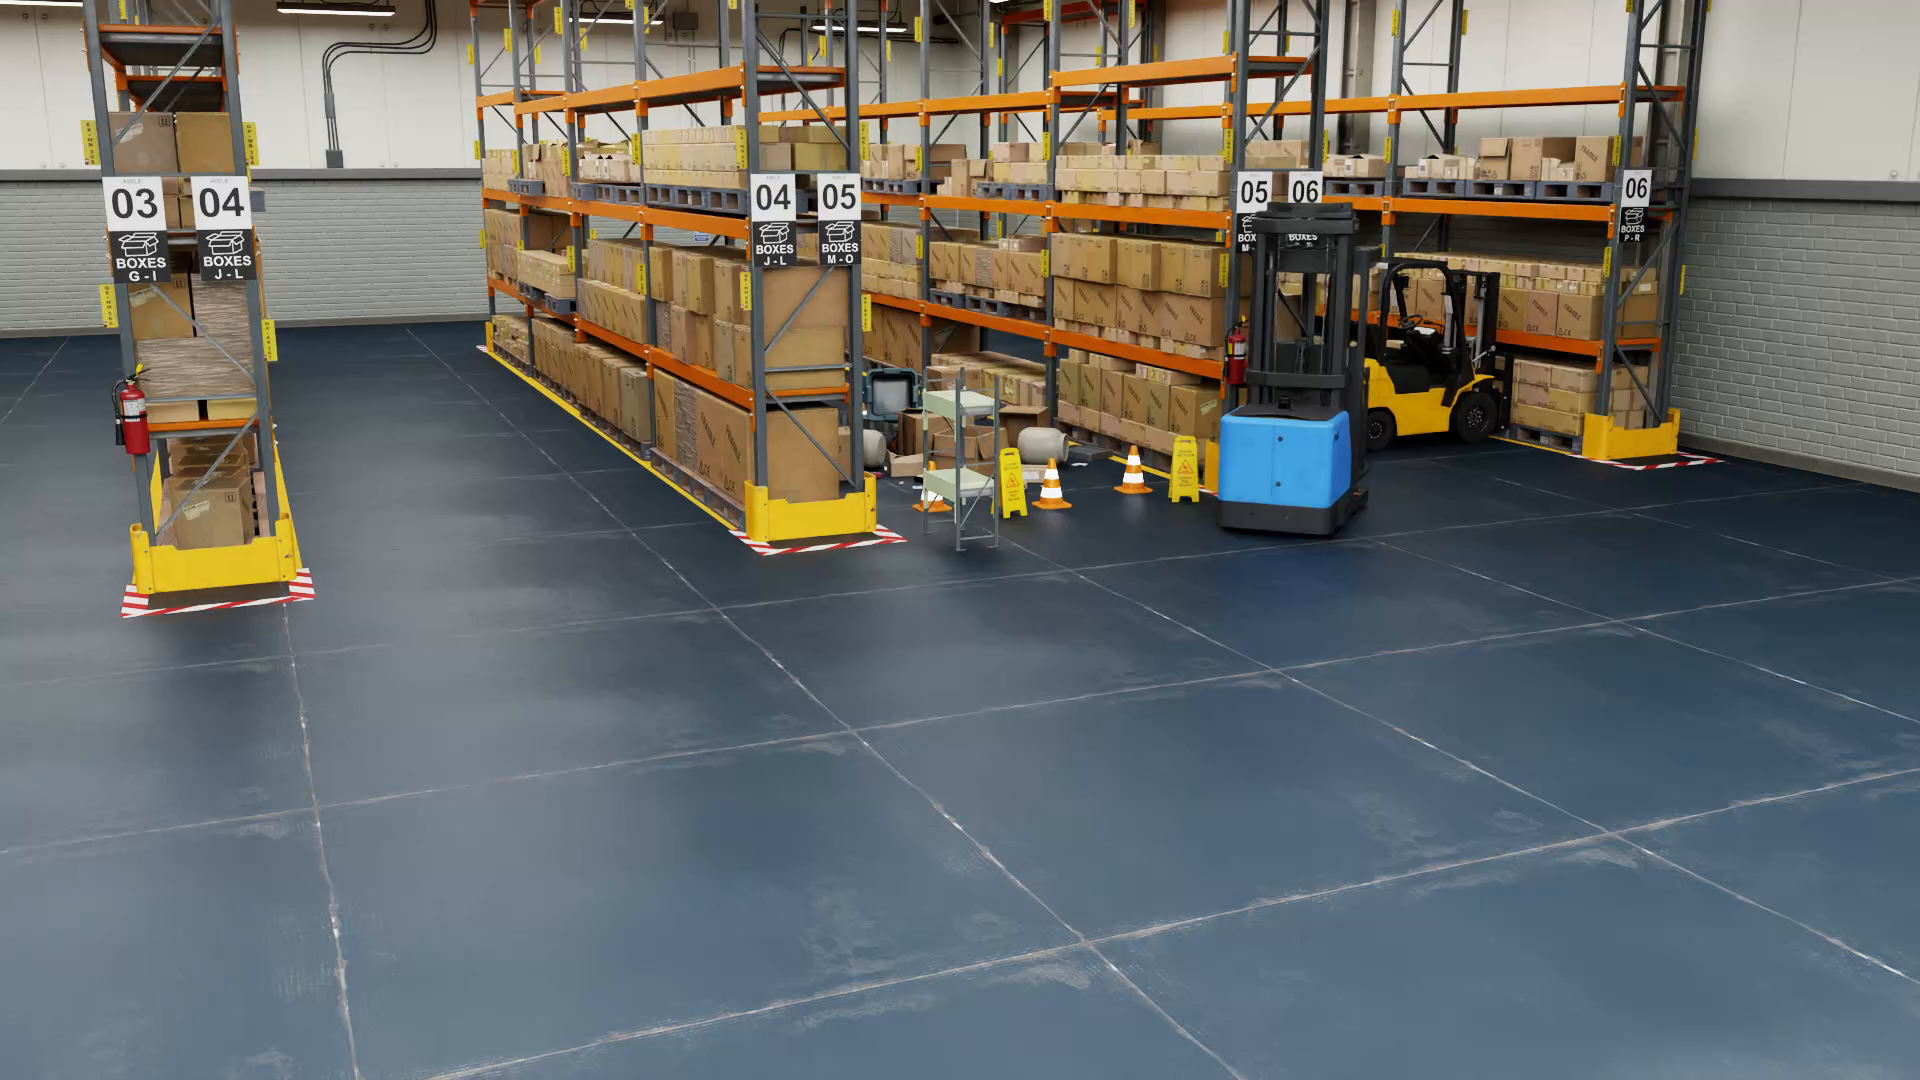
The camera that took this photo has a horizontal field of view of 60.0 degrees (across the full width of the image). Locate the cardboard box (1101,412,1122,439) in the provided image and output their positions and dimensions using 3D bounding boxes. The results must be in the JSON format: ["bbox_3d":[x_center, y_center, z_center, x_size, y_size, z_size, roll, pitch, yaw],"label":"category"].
[{"bbox_3d":[1.961,-1.326,19.114,0.500,0.250,0.500,-6,14,-24],"label":"cardboard box"}]

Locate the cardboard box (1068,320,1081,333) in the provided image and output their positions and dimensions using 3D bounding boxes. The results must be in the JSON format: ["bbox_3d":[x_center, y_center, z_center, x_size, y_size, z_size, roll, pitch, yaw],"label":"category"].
[{"bbox_3d":[1.514,-2.562,19.845,0.380,0.149,0.250,-5,14,-21],"label":"cardboard box"}]

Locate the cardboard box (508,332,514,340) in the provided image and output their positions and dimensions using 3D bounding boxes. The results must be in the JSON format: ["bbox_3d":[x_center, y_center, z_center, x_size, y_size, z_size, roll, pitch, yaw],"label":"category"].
[{"bbox_3d":[-7.360,-3.453,27.869,0.380,0.149,0.250,-6,14,-26],"label":"cardboard box"}]

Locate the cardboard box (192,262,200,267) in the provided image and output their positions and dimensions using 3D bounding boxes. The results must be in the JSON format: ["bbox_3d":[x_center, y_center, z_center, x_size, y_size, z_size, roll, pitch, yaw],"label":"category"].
[{"bbox_3d":[-6.311,-2.131,14.325,0.500,0.500,0.500,-6,14,-23],"label":"cardboard box"}]

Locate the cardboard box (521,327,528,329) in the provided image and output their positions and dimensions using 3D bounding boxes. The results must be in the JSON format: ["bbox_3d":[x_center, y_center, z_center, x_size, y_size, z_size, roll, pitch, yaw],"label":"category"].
[{"bbox_3d":[-6.825,-3.327,26.665,0.380,0.149,0.250,-5,14,-21],"label":"cardboard box"}]

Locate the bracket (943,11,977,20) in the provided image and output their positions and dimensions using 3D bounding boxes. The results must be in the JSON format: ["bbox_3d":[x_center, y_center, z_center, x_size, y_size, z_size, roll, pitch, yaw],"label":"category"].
[{"bbox_3d":[-0.592,-11.700,37.483,0.076,0.066,5.218,-6,14,-23],"label":"bracket"}]

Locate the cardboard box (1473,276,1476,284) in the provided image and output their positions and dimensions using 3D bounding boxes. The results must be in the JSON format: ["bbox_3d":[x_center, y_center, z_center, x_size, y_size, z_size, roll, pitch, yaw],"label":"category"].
[{"bbox_3d":[6.568,-3.229,20.509,0.380,0.149,0.250,-6,14,-24],"label":"cardboard box"}]

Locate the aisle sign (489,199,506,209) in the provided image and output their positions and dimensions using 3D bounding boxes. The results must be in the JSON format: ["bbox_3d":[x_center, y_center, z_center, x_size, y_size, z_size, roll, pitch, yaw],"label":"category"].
[{"bbox_3d":[-8.073,-6.092,28.773,0.394,0.787,0.004,-6,14,-23],"label":"aisle sign"}]

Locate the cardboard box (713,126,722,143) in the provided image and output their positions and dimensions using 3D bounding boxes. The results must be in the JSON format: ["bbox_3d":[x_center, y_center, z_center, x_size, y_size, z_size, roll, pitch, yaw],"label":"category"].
[{"bbox_3d":[-2.007,-3.656,14.997,0.380,0.149,0.250,-5,14,-22],"label":"cardboard box"}]

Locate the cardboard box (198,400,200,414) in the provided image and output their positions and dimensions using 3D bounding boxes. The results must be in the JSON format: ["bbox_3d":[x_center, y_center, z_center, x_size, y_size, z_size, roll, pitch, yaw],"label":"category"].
[{"bbox_3d":[-6.347,-1.074,13.415,0.380,0.149,0.250,-6,14,-23],"label":"cardboard box"}]

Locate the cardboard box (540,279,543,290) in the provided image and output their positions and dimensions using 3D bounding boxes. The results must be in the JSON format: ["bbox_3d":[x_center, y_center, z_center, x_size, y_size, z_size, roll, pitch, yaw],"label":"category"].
[{"bbox_3d":[-5.692,-3.593,23.366,0.380,0.149,0.250,-5,14,-21],"label":"cardboard box"}]

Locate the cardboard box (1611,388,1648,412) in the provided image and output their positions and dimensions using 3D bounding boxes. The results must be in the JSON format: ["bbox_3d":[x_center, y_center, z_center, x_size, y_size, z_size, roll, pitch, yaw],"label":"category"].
[{"bbox_3d":[7.684,-1.673,19.505,0.500,0.250,0.500,-5,14,-22],"label":"cardboard box"}]

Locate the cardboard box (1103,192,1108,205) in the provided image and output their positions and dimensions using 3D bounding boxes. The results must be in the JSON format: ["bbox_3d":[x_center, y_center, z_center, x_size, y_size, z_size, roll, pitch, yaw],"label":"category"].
[{"bbox_3d":[1.848,-3.867,18.829,0.380,0.149,0.250,-6,14,-25],"label":"cardboard box"}]

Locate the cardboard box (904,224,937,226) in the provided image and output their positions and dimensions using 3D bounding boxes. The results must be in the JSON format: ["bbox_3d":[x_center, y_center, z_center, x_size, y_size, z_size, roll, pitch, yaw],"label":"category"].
[{"bbox_3d":[-0.642,-4.627,25.769,0.500,0.500,0.500,-5,14,-22],"label":"cardboard box"}]

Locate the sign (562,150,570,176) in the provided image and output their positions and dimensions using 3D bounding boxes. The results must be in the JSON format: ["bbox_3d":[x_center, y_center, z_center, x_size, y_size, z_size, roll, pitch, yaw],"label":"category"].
[{"bbox_3d":[-5.062,-4.849,21.370,0.100,0.325,0.005,-6,14,-23],"label":"sign"}]

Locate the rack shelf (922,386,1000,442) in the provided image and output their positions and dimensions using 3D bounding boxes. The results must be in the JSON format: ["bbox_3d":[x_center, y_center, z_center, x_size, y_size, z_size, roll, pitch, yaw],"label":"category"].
[{"bbox_3d":[0.003,-1.110,14.607,0.431,0.370,0.720,-6,14,-23],"label":"rack shelf"}]

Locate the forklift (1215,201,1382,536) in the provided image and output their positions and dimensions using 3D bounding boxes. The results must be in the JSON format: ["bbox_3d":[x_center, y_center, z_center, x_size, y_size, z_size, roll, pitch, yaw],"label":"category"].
[{"bbox_3d":[3.374,-1.757,15.959,1.130,2.935,3.031,6,14,23],"label":"forklift"}]

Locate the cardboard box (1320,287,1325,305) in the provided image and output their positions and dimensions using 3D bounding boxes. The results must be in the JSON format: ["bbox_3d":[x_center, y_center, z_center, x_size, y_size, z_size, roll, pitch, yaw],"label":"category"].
[{"bbox_3d":[5.261,-3.491,23.635,0.500,0.250,0.500,-6,14,-23],"label":"cardboard box"}]

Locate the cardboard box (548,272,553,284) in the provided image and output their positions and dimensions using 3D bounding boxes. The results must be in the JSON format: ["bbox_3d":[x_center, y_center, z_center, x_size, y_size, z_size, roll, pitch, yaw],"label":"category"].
[{"bbox_3d":[-5.395,-3.582,22.659,0.380,0.149,0.250,-5,14,-22],"label":"cardboard box"}]

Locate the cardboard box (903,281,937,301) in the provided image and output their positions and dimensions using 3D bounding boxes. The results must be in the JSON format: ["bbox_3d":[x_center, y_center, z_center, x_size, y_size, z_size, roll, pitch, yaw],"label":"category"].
[{"bbox_3d":[-0.509,-3.660,24.366,0.500,0.250,0.500,-6,14,-25],"label":"cardboard box"}]

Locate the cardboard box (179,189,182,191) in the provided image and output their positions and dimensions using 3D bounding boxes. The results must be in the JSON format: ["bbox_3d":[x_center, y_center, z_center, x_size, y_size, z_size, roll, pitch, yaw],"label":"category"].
[{"bbox_3d":[-7.195,-2.991,14.820,0.500,0.250,0.500,-6,14,-25],"label":"cardboard box"}]

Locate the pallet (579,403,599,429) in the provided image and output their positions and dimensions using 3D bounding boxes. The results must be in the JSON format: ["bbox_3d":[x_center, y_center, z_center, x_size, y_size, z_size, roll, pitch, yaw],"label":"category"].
[{"bbox_3d":[-4.317,-1.656,21.558,1.003,0.211,1.213,-6,14,-23],"label":"pallet"}]

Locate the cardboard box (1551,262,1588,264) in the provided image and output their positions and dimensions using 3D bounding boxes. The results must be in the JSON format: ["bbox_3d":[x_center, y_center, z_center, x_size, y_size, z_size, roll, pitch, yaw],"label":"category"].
[{"bbox_3d":[7.337,-3.262,19.992,0.380,0.149,0.250,-5,14,-21],"label":"cardboard box"}]

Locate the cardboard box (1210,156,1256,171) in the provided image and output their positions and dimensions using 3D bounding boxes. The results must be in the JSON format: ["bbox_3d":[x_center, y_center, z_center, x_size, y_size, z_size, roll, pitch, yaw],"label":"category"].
[{"bbox_3d":[2.730,-3.770,16.644,0.380,0.149,0.250,-5,14,-22],"label":"cardboard box"}]

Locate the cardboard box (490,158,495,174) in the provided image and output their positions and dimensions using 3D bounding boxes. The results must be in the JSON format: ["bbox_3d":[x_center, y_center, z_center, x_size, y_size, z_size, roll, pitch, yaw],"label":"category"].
[{"bbox_3d":[-7.429,-6.142,27.326,0.500,0.250,0.500,-5,14,-22],"label":"cardboard box"}]

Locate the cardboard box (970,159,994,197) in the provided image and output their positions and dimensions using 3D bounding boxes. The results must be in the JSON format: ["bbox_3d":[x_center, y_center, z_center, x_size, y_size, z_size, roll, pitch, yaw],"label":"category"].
[{"bbox_3d":[0.568,-4.852,22.298,0.797,0.503,0.637,-6,14,-23],"label":"cardboard box"}]

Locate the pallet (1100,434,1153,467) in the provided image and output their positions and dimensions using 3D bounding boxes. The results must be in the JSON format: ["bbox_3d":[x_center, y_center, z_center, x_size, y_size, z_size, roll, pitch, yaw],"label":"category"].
[{"bbox_3d":[2.327,-1.080,19.066,1.003,0.211,1.213,-6,14,-23],"label":"pallet"}]

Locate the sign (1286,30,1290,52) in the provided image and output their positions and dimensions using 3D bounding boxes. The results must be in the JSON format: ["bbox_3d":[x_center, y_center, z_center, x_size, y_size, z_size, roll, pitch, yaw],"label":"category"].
[{"bbox_3d":[4.985,-7.607,25.359,0.100,0.325,0.005,-6,14,-23],"label":"sign"}]

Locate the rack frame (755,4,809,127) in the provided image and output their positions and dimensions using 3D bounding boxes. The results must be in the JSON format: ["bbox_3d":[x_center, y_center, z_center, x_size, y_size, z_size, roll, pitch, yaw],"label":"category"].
[{"bbox_3d":[-3.274,-8.228,30.464,1.000,3.000,0.127,-6,14,-23],"label":"rack frame"}]

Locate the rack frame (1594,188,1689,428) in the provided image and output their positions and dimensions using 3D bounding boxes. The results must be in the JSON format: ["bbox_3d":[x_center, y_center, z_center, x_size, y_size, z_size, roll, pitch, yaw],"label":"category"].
[{"bbox_3d":[7.682,-2.449,18.798,1.000,3.000,0.127,-6,14,-23],"label":"rack frame"}]

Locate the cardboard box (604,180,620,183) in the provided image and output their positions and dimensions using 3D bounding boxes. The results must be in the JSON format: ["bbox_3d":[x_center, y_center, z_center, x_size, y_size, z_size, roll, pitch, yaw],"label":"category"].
[{"bbox_3d":[-4.549,-4.837,22.241,0.500,0.500,0.500,-6,14,-23],"label":"cardboard box"}]

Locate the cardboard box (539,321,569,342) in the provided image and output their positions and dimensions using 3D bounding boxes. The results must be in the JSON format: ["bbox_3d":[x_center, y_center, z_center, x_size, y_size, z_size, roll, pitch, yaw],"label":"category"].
[{"bbox_3d":[-5.897,-3.077,24.460,0.500,0.250,0.500,-5,14,-21],"label":"cardboard box"}]

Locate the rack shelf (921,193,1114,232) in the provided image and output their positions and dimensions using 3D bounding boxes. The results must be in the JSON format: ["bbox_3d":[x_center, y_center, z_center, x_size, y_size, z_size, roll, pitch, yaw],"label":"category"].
[{"bbox_3d":[0.732,-4.350,21.956,1.077,0.370,4.000,-6,14,-23],"label":"rack shelf"}]

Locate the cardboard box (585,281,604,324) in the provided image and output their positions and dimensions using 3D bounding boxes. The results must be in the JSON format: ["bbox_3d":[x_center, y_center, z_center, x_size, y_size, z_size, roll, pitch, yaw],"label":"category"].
[{"bbox_3d":[-4.425,-3.011,21.007,0.500,0.500,0.500,-6,14,-24],"label":"cardboard box"}]

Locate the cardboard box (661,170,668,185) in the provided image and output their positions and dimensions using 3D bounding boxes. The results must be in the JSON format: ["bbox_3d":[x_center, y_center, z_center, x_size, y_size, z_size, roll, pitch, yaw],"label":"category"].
[{"bbox_3d":[-2.823,-3.688,16.902,0.380,0.149,0.250,-6,14,-24],"label":"cardboard box"}]

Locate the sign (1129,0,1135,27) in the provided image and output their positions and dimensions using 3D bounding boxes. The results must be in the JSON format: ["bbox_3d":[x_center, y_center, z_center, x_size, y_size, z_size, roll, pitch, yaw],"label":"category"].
[{"bbox_3d":[2.038,-6.288,19.833,0.100,0.325,0.005,-6,14,-23],"label":"sign"}]

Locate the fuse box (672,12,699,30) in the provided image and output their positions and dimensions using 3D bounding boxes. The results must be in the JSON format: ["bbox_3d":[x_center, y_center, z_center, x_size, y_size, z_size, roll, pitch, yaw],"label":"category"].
[{"bbox_3d":[-5.775,-10.921,35.004,0.513,0.334,0.176,-6,14,-23],"label":"fuse box"}]

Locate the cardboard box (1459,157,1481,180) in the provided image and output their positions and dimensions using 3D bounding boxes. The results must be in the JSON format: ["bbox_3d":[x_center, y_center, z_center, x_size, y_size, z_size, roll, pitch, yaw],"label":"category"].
[{"bbox_3d":[6.396,-4.590,20.543,0.396,0.266,0.258,-6,14,-24],"label":"cardboard box"}]

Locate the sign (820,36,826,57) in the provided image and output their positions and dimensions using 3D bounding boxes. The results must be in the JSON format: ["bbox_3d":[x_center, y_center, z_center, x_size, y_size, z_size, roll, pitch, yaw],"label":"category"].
[{"bbox_3d":[-2.190,-7.889,26.575,0.100,0.325,0.005,-6,14,-23],"label":"sign"}]

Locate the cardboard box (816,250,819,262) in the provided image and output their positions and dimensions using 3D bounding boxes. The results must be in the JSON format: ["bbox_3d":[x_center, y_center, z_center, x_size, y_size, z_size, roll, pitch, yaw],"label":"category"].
[{"bbox_3d":[-2.091,-4.600,27.872,0.500,0.500,0.500,-5,14,-22],"label":"cardboard box"}]

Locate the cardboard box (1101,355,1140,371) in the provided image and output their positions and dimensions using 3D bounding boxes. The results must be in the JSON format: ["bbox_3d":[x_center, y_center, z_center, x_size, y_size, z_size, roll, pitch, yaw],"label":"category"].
[{"bbox_3d":[1.835,-2.034,19.069,0.380,0.149,0.250,-5,14,-20],"label":"cardboard box"}]

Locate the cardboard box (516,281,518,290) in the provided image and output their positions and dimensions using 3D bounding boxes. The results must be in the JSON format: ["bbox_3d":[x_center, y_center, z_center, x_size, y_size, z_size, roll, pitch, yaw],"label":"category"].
[{"bbox_3d":[-6.698,-3.970,25.927,0.380,0.149,0.250,-6,14,-24],"label":"cardboard box"}]

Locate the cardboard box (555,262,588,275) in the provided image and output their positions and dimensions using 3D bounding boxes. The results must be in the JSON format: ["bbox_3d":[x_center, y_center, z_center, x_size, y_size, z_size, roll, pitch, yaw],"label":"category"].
[{"bbox_3d":[-5.180,-3.616,22.149,0.380,0.149,0.250,-6,14,-25],"label":"cardboard box"}]

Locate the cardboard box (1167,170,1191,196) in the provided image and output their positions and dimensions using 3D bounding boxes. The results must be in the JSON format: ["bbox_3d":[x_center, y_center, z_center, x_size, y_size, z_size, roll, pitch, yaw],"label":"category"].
[{"bbox_3d":[2.496,-3.720,17.309,0.500,0.250,0.500,-6,14,-24],"label":"cardboard box"}]

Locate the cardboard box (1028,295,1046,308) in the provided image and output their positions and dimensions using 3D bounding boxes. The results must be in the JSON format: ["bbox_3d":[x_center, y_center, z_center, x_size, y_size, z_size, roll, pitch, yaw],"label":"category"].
[{"bbox_3d":[1.074,-2.990,20.761,0.380,0.149,0.250,-5,14,-22],"label":"cardboard box"}]

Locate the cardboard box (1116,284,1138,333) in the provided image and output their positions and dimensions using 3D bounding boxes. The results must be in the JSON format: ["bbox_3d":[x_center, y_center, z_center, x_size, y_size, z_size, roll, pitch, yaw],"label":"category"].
[{"bbox_3d":[2.086,-2.594,18.546,0.500,0.500,0.500,-5,14,-22],"label":"cardboard box"}]

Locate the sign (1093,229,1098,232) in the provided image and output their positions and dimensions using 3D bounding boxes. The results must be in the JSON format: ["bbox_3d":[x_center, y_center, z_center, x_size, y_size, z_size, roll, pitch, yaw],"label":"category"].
[{"bbox_3d":[2.381,-5.299,29.194,0.100,0.325,0.005,-6,14,-23],"label":"sign"}]

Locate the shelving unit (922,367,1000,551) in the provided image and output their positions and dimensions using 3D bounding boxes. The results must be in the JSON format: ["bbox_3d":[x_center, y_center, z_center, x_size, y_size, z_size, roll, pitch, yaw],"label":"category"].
[{"bbox_3d":[0.003,-0.729,14.695,0.431,1.500,0.755,-6,14,-23],"label":"shelving unit"}]

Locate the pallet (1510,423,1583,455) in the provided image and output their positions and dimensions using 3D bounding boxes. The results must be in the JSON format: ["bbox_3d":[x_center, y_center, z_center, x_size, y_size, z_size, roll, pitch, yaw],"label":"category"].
[{"bbox_3d":[7.337,-1.245,19.779,1.003,0.211,1.213,-6,14,-23],"label":"pallet"}]

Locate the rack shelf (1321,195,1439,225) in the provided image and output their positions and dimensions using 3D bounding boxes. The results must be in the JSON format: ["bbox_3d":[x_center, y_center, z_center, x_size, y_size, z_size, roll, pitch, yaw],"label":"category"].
[{"bbox_3d":[5.279,-4.799,23.897,1.077,0.370,4.000,-6,14,-23],"label":"rack shelf"}]

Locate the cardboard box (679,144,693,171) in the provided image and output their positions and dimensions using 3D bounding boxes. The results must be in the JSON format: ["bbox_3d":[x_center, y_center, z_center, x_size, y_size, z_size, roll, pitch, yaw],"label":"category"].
[{"bbox_3d":[-2.413,-3.705,16.095,0.500,0.250,0.500,-5,14,-22],"label":"cardboard box"}]

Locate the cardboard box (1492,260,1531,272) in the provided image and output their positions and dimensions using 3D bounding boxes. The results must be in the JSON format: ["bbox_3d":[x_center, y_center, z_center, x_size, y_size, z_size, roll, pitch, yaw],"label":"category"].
[{"bbox_3d":[6.726,-3.330,20.284,0.380,0.149,0.250,-5,14,-22],"label":"cardboard box"}]

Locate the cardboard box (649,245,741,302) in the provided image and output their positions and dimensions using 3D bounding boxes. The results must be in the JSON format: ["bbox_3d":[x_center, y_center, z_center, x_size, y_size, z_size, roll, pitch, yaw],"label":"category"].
[{"bbox_3d":[-2.845,-2.878,17.925,0.875,0.550,0.550,-6,14,-23],"label":"cardboard box"}]

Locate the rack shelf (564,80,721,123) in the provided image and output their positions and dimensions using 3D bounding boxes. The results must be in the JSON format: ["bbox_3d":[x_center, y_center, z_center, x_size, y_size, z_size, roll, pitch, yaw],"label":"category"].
[{"bbox_3d":[-3.763,-5.149,19.641,1.077,0.370,4.000,-6,14,-23],"label":"rack shelf"}]
